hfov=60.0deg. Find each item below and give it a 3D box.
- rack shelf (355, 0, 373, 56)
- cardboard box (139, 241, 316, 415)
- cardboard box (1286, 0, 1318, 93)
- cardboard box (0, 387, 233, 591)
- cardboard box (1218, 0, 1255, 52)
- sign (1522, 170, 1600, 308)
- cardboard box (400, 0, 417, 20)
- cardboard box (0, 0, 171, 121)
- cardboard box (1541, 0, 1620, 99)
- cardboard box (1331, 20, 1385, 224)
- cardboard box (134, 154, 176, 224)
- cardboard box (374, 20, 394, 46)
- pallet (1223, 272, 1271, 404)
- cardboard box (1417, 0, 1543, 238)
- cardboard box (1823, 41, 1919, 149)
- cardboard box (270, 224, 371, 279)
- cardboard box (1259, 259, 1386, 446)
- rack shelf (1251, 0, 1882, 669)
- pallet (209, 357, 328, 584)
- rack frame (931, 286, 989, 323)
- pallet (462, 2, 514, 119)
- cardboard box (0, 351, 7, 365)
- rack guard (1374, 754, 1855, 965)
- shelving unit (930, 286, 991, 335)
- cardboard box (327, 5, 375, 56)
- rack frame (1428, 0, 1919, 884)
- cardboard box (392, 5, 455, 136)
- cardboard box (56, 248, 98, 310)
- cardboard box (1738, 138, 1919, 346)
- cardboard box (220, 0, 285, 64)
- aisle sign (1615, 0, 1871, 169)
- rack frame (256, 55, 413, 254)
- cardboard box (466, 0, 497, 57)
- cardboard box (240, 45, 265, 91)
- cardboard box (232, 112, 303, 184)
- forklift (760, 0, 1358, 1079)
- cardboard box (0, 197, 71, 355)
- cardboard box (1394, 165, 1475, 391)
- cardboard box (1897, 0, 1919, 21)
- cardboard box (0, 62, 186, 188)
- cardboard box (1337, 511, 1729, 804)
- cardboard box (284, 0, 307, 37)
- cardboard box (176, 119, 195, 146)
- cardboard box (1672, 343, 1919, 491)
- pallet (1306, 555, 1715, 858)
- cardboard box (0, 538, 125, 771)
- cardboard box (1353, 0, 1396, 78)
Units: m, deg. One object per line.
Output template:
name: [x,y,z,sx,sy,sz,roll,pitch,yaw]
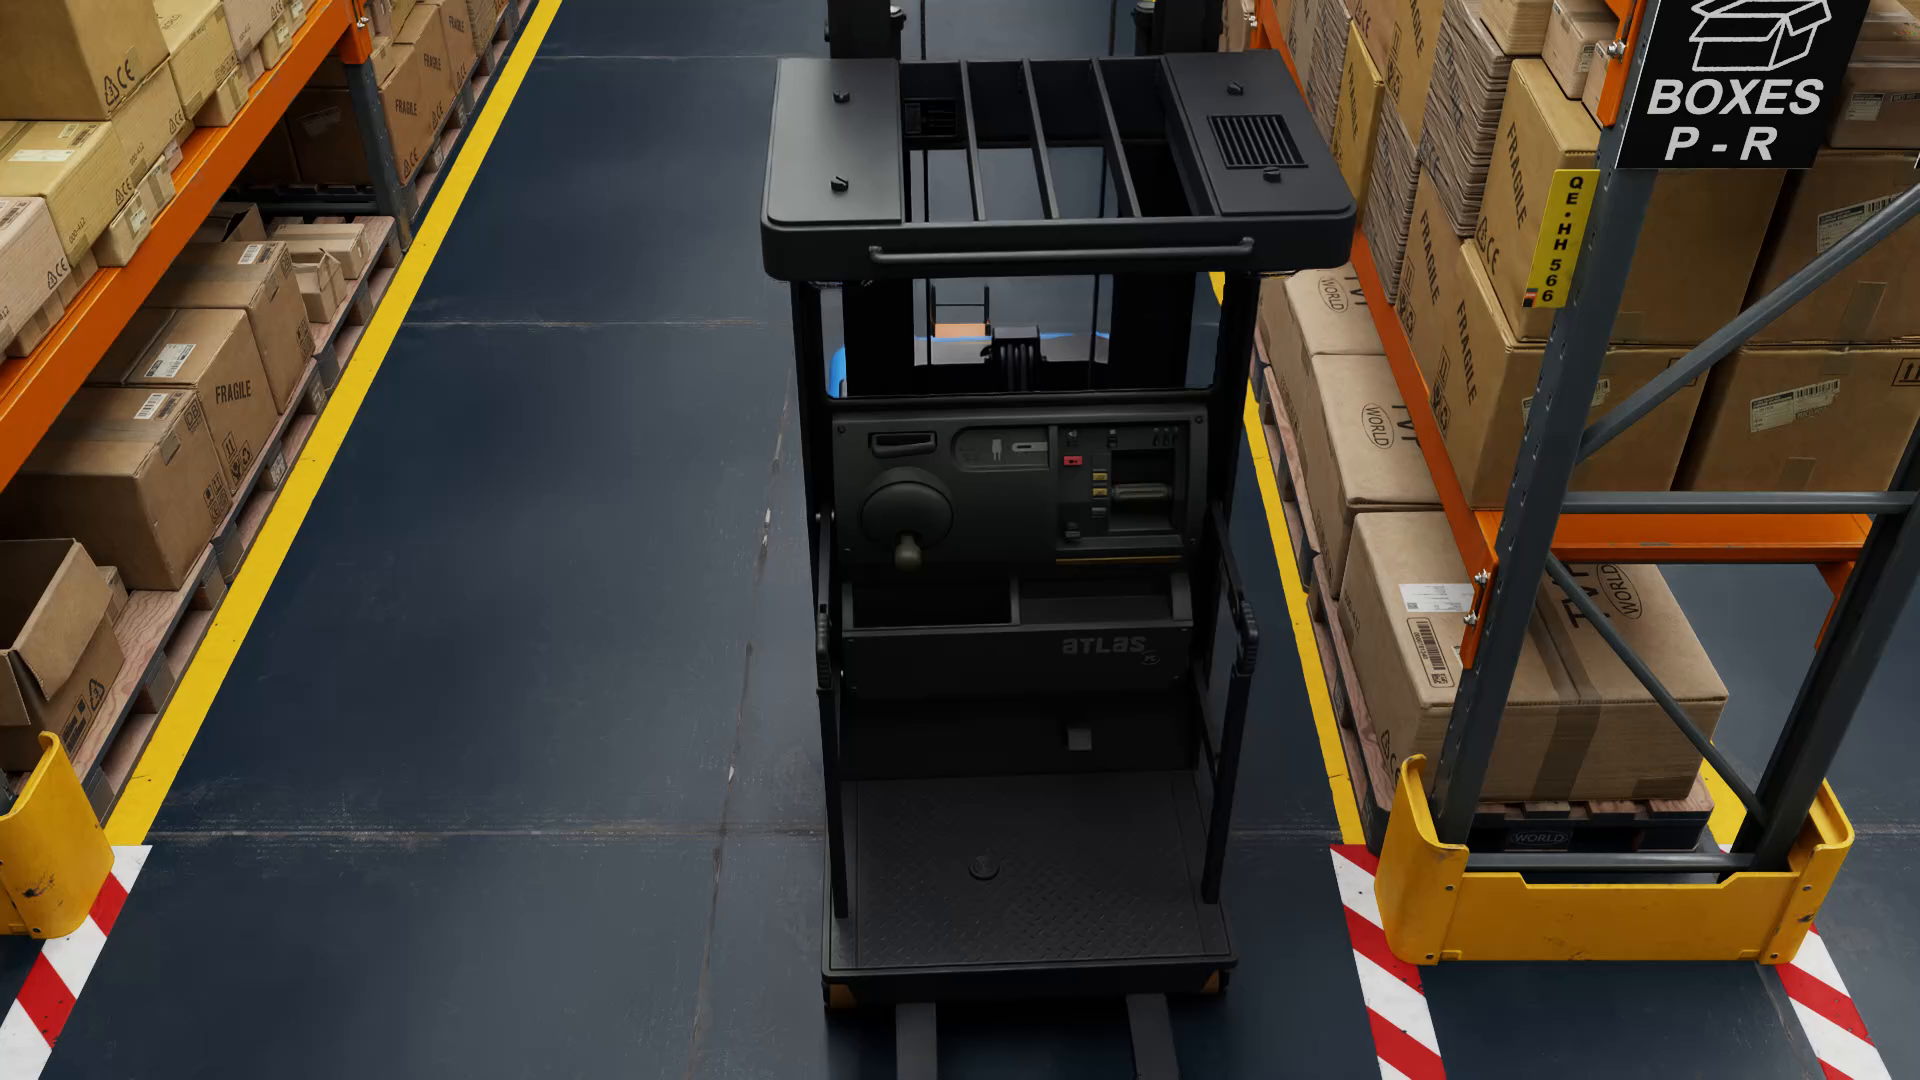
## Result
rack shelf: [-3.151,-3.548,8.854,1.077,0.370,4.000,0,39,0]
cardboard box: [-3.014,-0.832,6.552,0.700,0.500,0.500,-1,39,-2]
cardboard box: [1.550,-2.015,6.286,0.500,0.500,0.500,0,39,0]
cardboard box: [-3.012,-0.182,5.742,0.700,0.500,0.500,1,39,2]
cardboard box: [1.734,-2.307,8.093,0.875,0.875,0.875,1,39,1]
sign: [1.277,-0.635,3.529,0.100,0.325,0.005,0,39,0]
cardboard box: [-2.987,-2.749,8.426,0.380,0.149,0.250,-1,39,-1]
cardboard box: [-2.878,-1.649,5.191,0.500,0.500,0.500,1,39,1]
cardboard box: [1.594,-1.148,3.886,0.380,0.149,0.250,1,39,1]
cardboard box: [1.544,-1.382,5.495,0.500,0.500,0.500,1,39,1]
cardboard box: [-2.843,-1.155,5.493,0.380,0.149,0.250,1,39,1]
cardboard box: [-2.961,-2.417,8.012,0.380,0.149,0.250,-1,39,-1]
pallet: [1.737,-1.020,7.354,1.003,0.211,1.213,0,39,0]
cardboard box: [1.551,-1.140,4.394,0.500,0.500,0.500,0,39,0]
cardboard box: [2.096,-0.987,3.685,0.380,0.149,0.250,1,39,1]
cardboard box: [-2.855,-1.281,7.394,0.380,0.149,0.250,-1,39,-1]
cardboard box: [1.710,-0.796,6.557,0.875,0.438,0.875,-1,39,-1]
rack shelf: [1.817,-1.053,5.740,1.077,0.370,4.000,0,39,0]
pallet: [-3.145,-0.296,6.450,1.003,0.211,1.213,0,39,0]
rack frame: [0.000,-0.453,5.975,0.200,1.050,0.008,0,39,0]
pallet: [-3.192,-2.763,9.530,1.003,0.211,1.213,0,39,0]
cardboard box: [-2.952,-0.508,4.686,0.380,0.149,0.250,-1,39,-1]
rack guard: [1.819,0.908,4.717,1.175,0.500,0.348,0,39,0]
shelving unit: [0.000,-0.376,5.880,0.215,1.050,0.252,0,39,0]
cardboard box: [-2.944,-2.360,7.703,0.380,0.149,0.250,-1,39,-1]
rack frame: [1.819,-0.083,3.955,1.000,3.000,0.127,0,39,0]
cardboard box: [-2.935,-2.402,8.512,0.500,0.500,0.500,-1,39,-1]
cardboard box: [-2.897,-0.832,5.090,0.380,0.149,0.250,1,39,1]
cardboard box: [2.103,-0.812,3.985,0.500,0.500,0.500,-1,39,-1]
cardboard box: [-2.889,-2.004,6.234,0.500,0.250,0.500,0,39,0]
aisle sign: [1.509,-1.052,3.085,0.394,0.787,0.004,0,39,0]
rack frame: [-3.149,-2.578,7.069,1.000,3.000,0.127,0,39,0]
cardboard box: [-2.926,-3.039,9.306,0.500,0.500,0.500,-1,39,-2]
cardboard box: [-2.876,-1.792,6.288,0.380,0.149,0.250,1,39,1]
cardboard box: [-3.445,-2.073,8.102,0.500,0.500,0.500,0,39,0]
forklift: [0.164,-0.055,3.974,1.130,2.935,3.031,-2,39,-2]
cardboard box: [-2.876,-0.734,4.649,0.500,0.250,0.500,0,39,0]
cardboard box: [1.568,-0.737,4.691,0.500,0.500,0.500,-1,39,-1]
cardboard box: [2.139,-1.314,4.092,0.380,0.149,0.250,1,39,1]
cardboard box: [-2.902,-1.370,5.443,0.500,0.250,0.500,-1,39,-1]
cardboard box: [1.718,0.341,5.139,0.875,0.438,0.875,-1,39,-2]
cardboard box: [-2.874,-2.118,6.695,0.380,0.149,0.250,1,39,1]
cardboard box: [-2.960,-1.470,5.887,0.380,0.149,0.250,0,39,1]
cardboard box: [2.106,-0.422,4.298,0.500,0.500,0.500,0,39,0]
pallet: [1.740,0.506,5.450,1.003,0.211,1.213,0,39,0]
cardboard box: [-3.050,0.351,5.074,0.797,0.503,0.637,-1,39,-2]
cardboard box: [1.555,-1.764,5.173,0.500,0.500,0.500,0,39,0]
